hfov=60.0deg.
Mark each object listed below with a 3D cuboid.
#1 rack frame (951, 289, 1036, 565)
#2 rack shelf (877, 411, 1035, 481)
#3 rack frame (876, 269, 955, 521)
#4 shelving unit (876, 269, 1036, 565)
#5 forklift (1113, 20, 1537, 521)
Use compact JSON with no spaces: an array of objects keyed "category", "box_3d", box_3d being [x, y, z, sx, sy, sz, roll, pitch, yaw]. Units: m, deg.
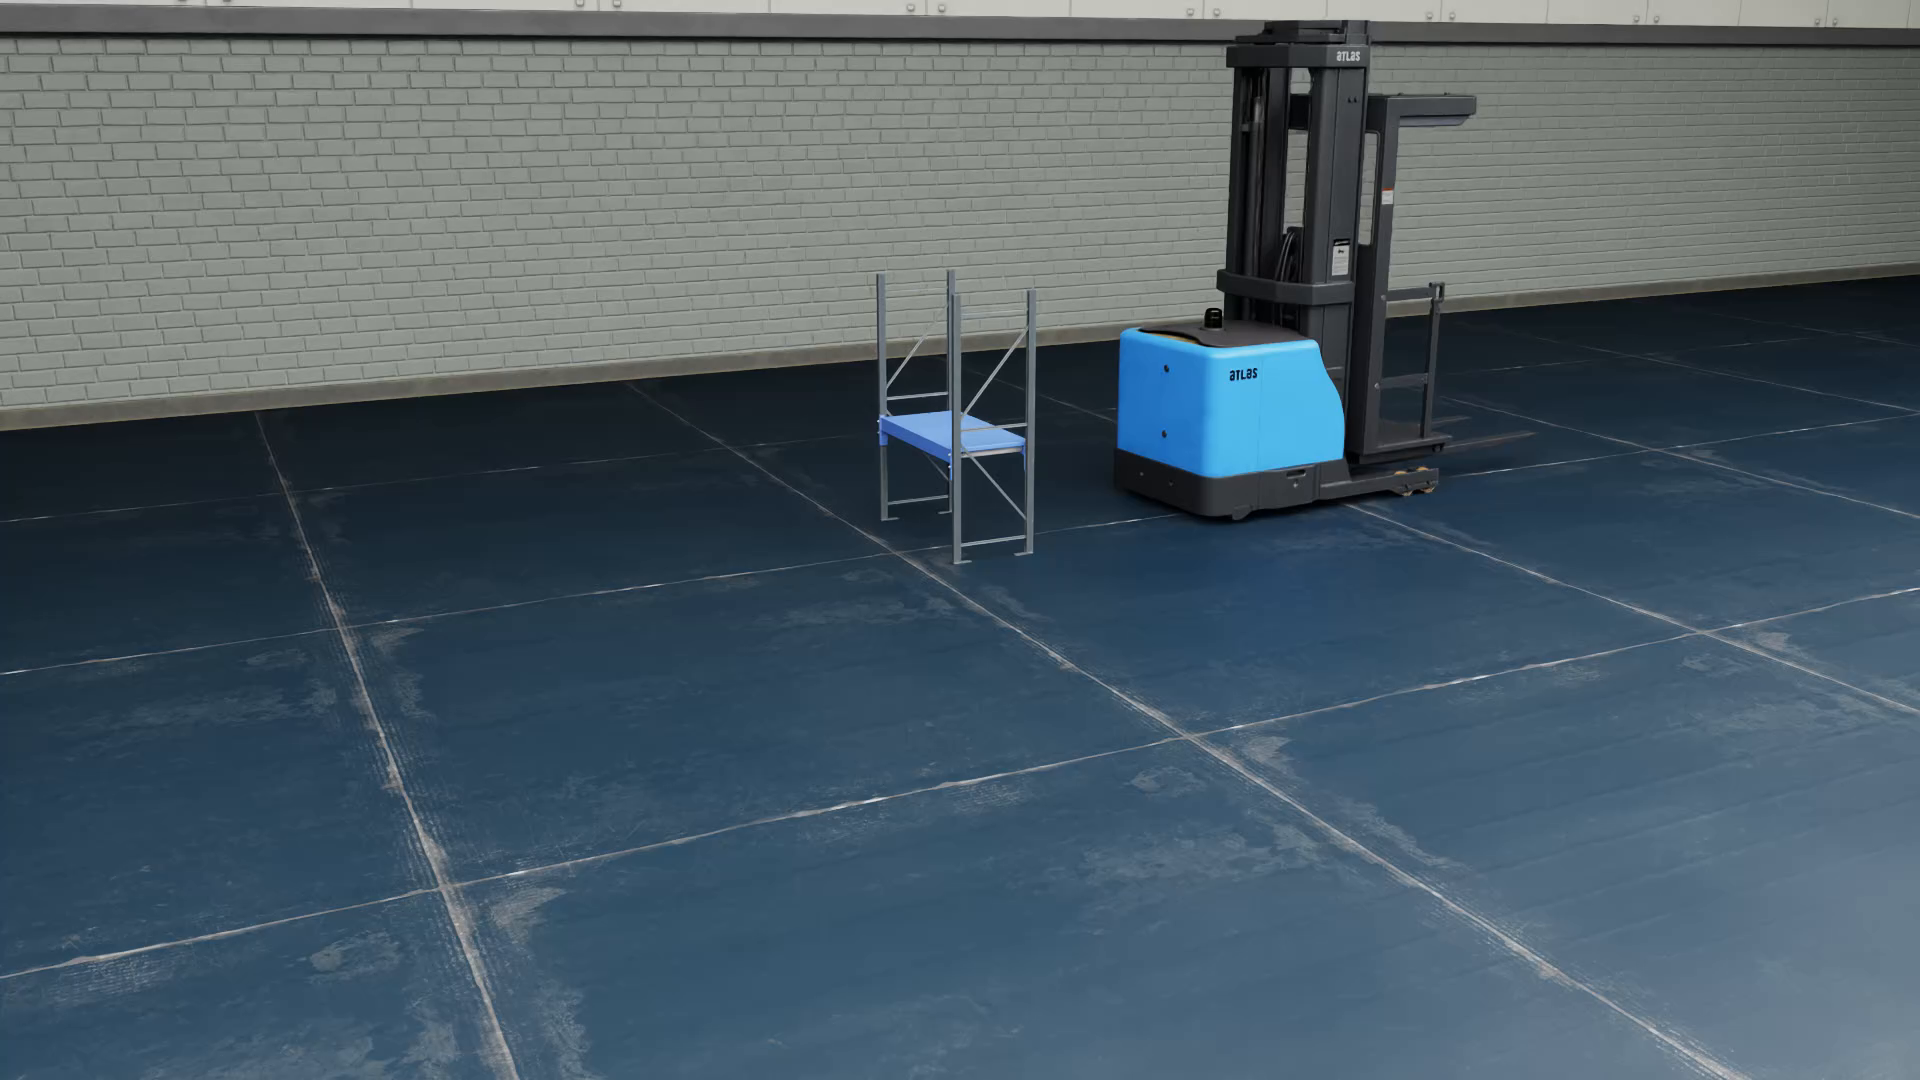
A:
[{"category":"rack frame","box_3d":[0.185,-0.616,9.178,0.500,1.500,0.032,-8,18,-25]},{"category":"rack shelf","box_3d":[-0.037,-0.569,9.667,0.538,0.185,1.000,-8,18,-25]},{"category":"rack frame","box_3d":[-0.260,-0.868,10.057,0.500,1.500,0.032,-8,18,-25]},{"category":"shelving unit","box_3d":[-0.037,-0.742,9.617,0.538,1.500,1.048,-8,18,-25]},{"category":"forklift","box_3d":[2.528,-1.804,10.724,3.031,2.935,1.130,-9,18,-29]}]
